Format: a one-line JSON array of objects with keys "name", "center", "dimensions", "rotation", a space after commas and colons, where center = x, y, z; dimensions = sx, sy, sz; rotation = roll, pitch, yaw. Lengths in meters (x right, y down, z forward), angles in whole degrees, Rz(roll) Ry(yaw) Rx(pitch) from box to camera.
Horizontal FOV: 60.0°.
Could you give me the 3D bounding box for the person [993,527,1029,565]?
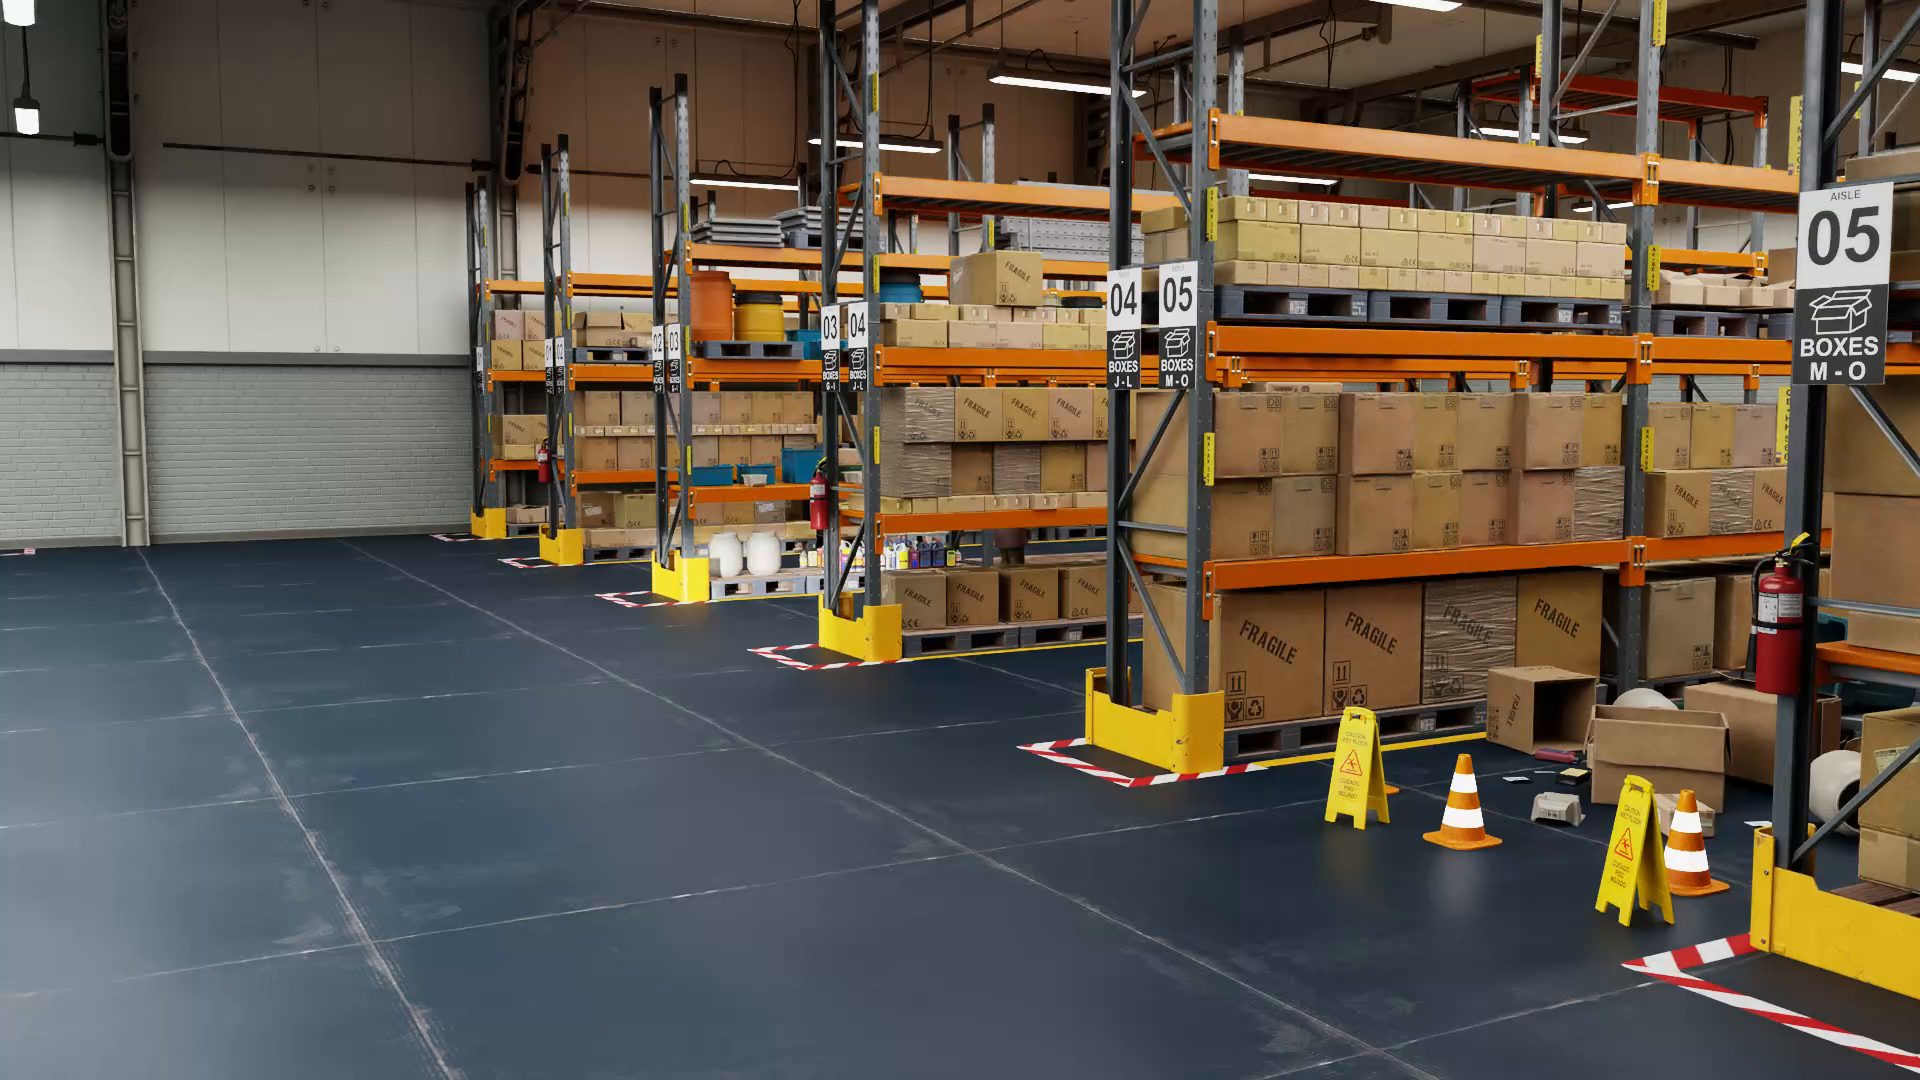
[{"name": "person", "center": [0.636, -0.145, 18.912], "dimensions": [0.563, 1.769, 0.530], "rotation": [-3, 6, -28]}]
